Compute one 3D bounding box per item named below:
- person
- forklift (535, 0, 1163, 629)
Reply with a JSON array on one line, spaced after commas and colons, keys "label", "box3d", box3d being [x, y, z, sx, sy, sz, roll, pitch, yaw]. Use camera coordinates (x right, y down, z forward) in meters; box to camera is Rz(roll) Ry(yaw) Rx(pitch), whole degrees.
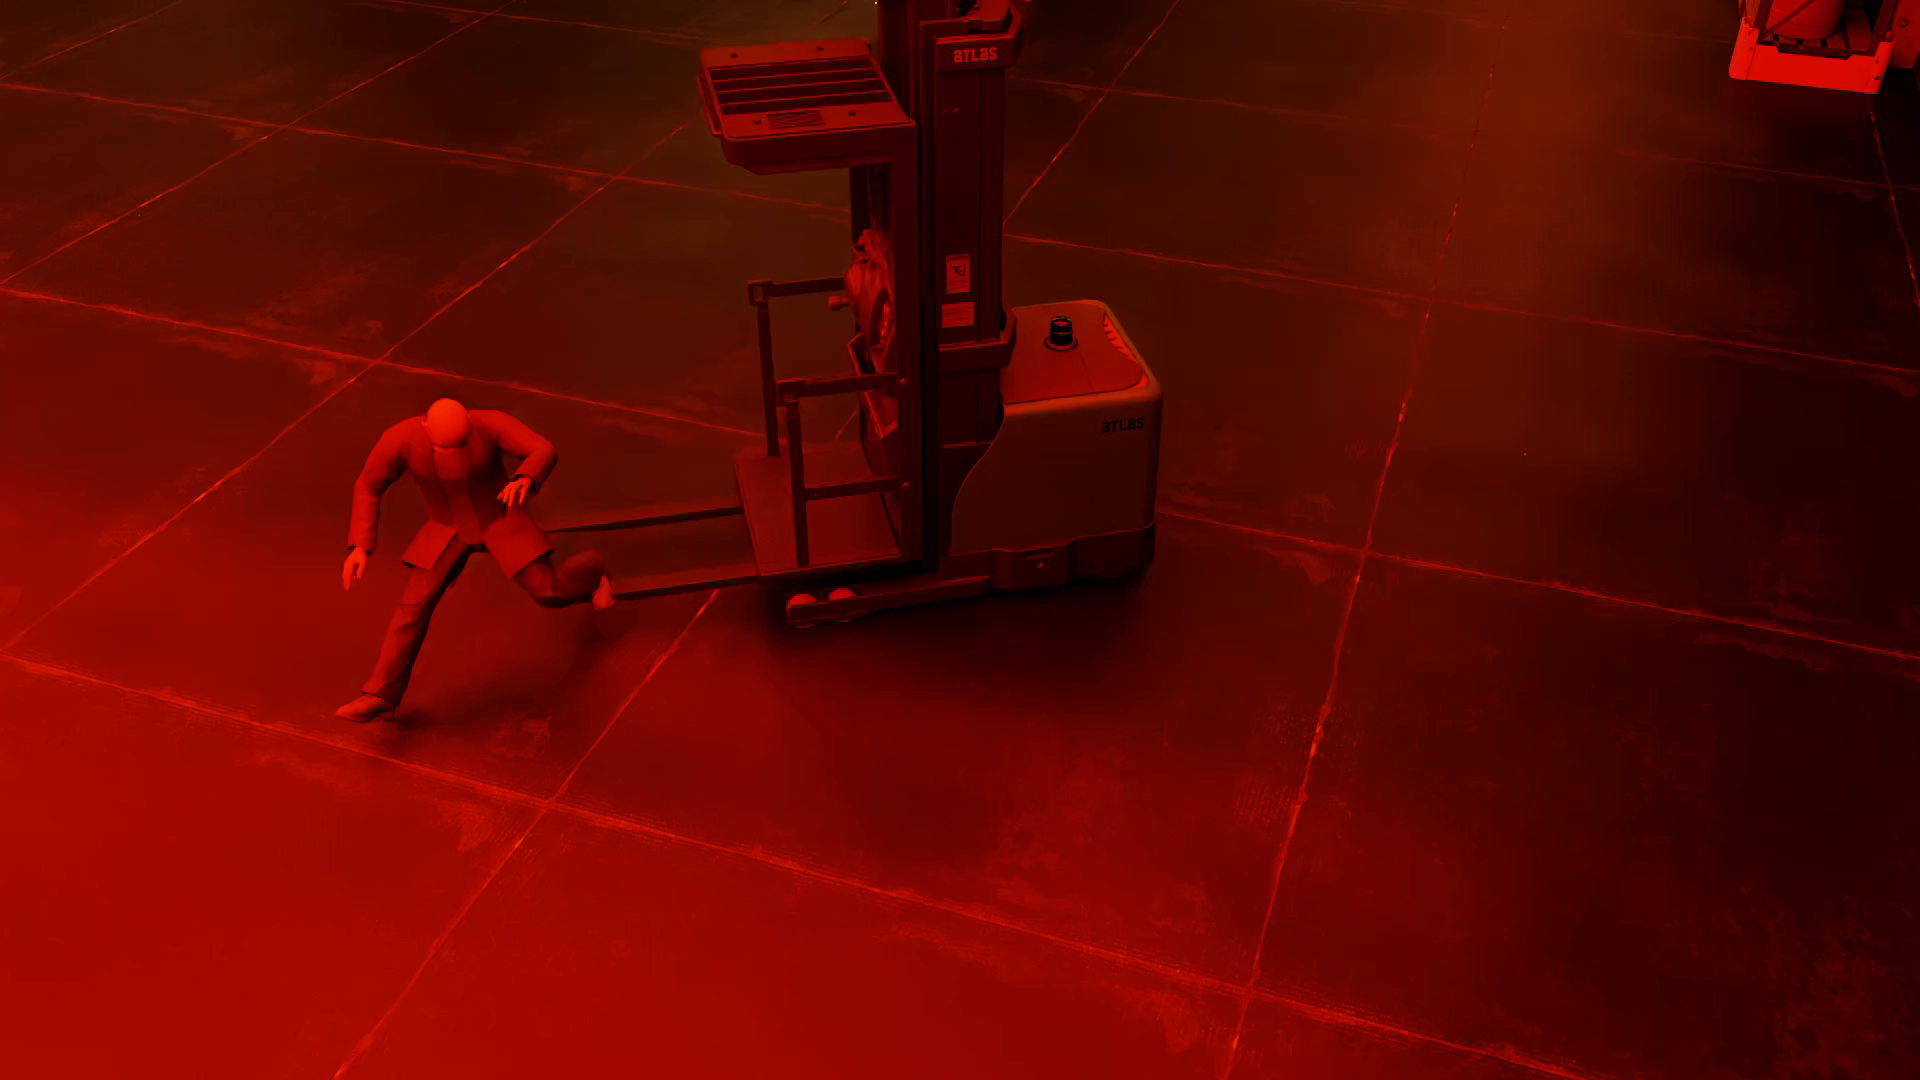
[{"label": "person", "box3d": [-2.177, 0.025, 7.348, 1.091, 1.428, 1.150, -1, 35, -1]}, {"label": "forklift", "box3d": [-0.599, -1.104, 7.668, 3.031, 2.935, 1.130, -8, 36, -11]}]
